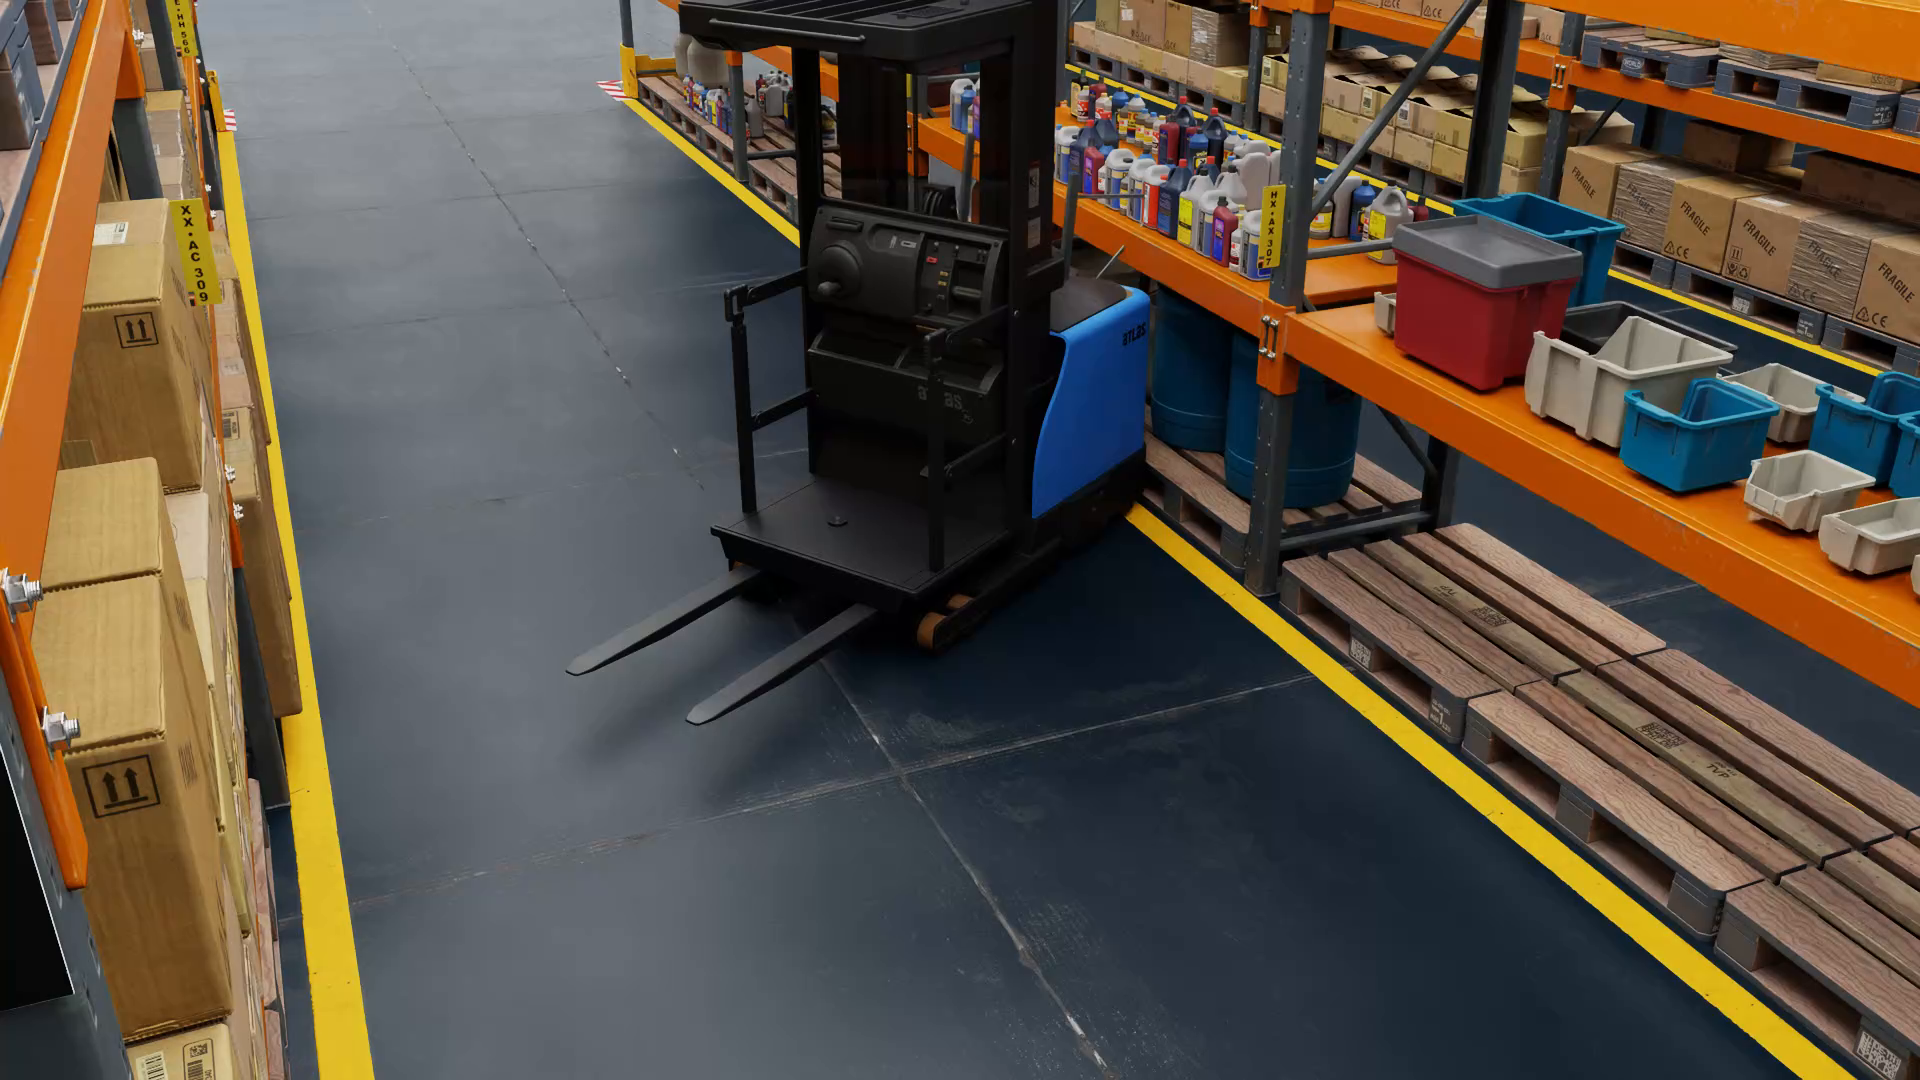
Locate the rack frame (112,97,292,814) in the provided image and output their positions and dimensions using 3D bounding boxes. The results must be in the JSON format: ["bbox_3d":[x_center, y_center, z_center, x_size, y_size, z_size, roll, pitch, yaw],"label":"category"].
[{"bbox_3d":[-2.826,-0.348,5.044,1.000,3.000,0.127,-11,28,-21],"label":"rack frame"}]

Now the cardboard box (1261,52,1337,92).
[{"bbox_3d":[3.090,-4.274,15.100,0.500,0.311,0.500,-10,28,-20],"label":"cardboard box"}]

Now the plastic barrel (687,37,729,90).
[{"bbox_3d":[-2.444,-4.659,16.231,0.421,0.512,0.421,0,26,0],"label":"plastic barrel"}]

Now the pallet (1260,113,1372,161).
[{"bbox_3d":[3.482,-3.734,15.158,1.003,0.211,1.213,-11,28,-21],"label":"pallet"}]

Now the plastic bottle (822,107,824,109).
[{"bbox_3d":[-1.275,-3.732,14.578,0.152,0.276,0.135,-10,28,-19],"label":"plastic bottle"}]

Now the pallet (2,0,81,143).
[{"bbox_3d":[-2.042,-0.832,2.718,1.003,0.211,1.213,-11,28,-21],"label":"pallet"}]

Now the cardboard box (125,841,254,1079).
[{"bbox_3d":[-1.409,0.752,2.624,0.500,0.250,0.500,-11,28,-21],"label":"cardboard box"}]

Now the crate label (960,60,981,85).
[{"bbox_3d":[0.024,-3.277,11.003,0.502,0.435,0.616,-11,28,-21],"label":"crate label"}]

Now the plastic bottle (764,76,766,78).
[{"bbox_3d":[-1.846,-4.318,15.862,0.097,0.201,0.097,0,26,0],"label":"plastic bottle"}]

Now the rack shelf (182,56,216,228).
[{"bbox_3d":[-5.176,-2.447,10.163,1.077,0.370,4.000,-11,28,-21],"label":"rack shelf"}]

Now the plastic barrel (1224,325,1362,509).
[{"bbox_3d":[1.534,-0.667,7.611,0.600,0.901,0.708,-11,28,-21],"label":"plastic barrel"}]

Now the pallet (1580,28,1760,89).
[{"bbox_3d":[5.054,-3.316,11.341,1.213,0.211,1.003,-11,28,-21],"label":"pallet"}]

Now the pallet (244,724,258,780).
[{"bbox_3d":[-3.198,0.607,6.267,1.003,0.211,1.213,-11,28,-21],"label":"pallet"}]

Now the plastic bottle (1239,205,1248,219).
[{"bbox_3d":[1.244,-1.390,7.404,0.097,0.201,0.097,0,26,0],"label":"plastic bottle"}]

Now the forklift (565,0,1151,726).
[{"bbox_3d":[-0.352,-1.091,6.645,1.130,2.935,3.031,17,31,31],"label":"forklift"}]

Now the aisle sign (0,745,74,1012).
[{"bbox_3d":[-0.956,0.076,1.212,0.394,0.787,0.004,-11,28,-21],"label":"aisle sign"}]

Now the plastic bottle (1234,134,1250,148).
[{"bbox_3d":[1.427,-1.912,8.395,0.097,0.271,0.097,0,26,0],"label":"plastic bottle"}]

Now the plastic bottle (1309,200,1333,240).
[{"bbox_3d":[1.649,-1.481,7.591,0.097,0.201,0.097,0,26,0],"label":"plastic bottle"}]

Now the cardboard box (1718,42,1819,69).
[{"bbox_3d":[5.256,-3.260,10.416,0.700,0.500,0.500,-5,27,-11],"label":"cardboard box"}]

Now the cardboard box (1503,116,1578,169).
[{"bbox_3d":[4.292,-3.038,12.569,0.500,0.311,0.500,-10,28,-19],"label":"cardboard box"}]

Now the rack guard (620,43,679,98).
[{"bbox_3d":[-2.895,-4.898,17.211,1.175,0.500,0.348,-11,28,-21],"label":"rack guard"}]

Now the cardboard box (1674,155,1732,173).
[{"bbox_3d":[5.306,-2.401,11.595,0.500,0.500,0.500,-9,28,-19],"label":"cardboard box"}]

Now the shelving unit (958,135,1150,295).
[{"bbox_3d":[0.427,-1.171,8.311,0.587,1.500,1.083,-7,25,-27],"label":"shelving unit"}]

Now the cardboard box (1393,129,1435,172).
[{"bbox_3d":[3.894,-3.198,13.536,0.500,0.250,0.500,-10,28,-19],"label":"cardboard box"}]

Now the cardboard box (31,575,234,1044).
[{"bbox_3d":[-1.395,0.422,2.445,0.500,0.500,0.500,-11,28,-22],"label":"cardboard box"}]

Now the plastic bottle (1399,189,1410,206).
[{"bbox_3d":[1.928,-1.422,7.376,0.061,0.283,0.133,-11,28,-21],"label":"plastic bottle"}]

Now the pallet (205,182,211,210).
[{"bbox_3d":[-6.255,-2.590,12.813,1.003,0.211,1.213,-11,28,-21],"label":"pallet"}]

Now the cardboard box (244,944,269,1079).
[{"bbox_3d":[-1.401,0.868,2.840,0.380,0.149,0.250,-11,28,-21],"label":"cardboard box"}]

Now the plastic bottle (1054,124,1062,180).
[{"bbox_3d":[0.509,-2.008,8.590,0.097,0.271,0.097,0,26,0],"label":"plastic bottle"}]

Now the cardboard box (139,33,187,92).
[{"bbox_3d":[-4.838,-2.800,9.759,0.500,0.250,0.500,-11,28,-22],"label":"cardboard box"}]

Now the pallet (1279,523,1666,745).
[{"bbox_3d":[2.055,0.344,6.804,1.003,0.211,1.213,-11,28,-21],"label":"pallet"}]

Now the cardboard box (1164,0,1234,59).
[{"bbox_3d":[2.390,-5.123,16.624,0.500,0.500,0.500,-11,28,-21],"label":"cardboard box"}]

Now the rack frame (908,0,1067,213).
[{"bbox_3d":[0.164,-2.814,10.094,1.000,3.000,0.127,-11,28,-21],"label":"rack frame"}]

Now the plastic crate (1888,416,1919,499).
[{"bbox_3d":[2.988,-0.224,4.912,0.416,0.233,0.300,-11,28,-21],"label":"plastic crate"}]

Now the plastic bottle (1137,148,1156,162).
[{"bbox_3d":[0.903,-1.773,8.109,0.097,0.271,0.097,0,26,0],"label":"plastic bottle"}]

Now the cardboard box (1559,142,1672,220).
[{"bbox_3d":[4.639,-2.505,11.809,0.500,0.500,0.500,-9,28,-18],"label":"cardboard box"}]

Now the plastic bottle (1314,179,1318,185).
[{"bbox_3d":[1.660,-1.640,7.916,0.097,0.201,0.097,0,26,0],"label":"plastic bottle"}]

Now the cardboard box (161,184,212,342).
[{"bbox_3d":[-3.170,-1.026,6.320,0.500,0.500,0.500,-11,28,-22],"label":"cardboard box"}]

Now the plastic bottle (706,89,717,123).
[{"bbox_3d":[-2.181,-3.887,14.895,0.152,0.276,0.135,-10,28,-20],"label":"plastic bottle"}]

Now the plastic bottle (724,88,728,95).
[{"bbox_3d":[-2.083,-3.909,14.932,0.061,0.283,0.133,-11,28,-21],"label":"plastic bottle"}]

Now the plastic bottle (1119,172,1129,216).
[{"bbox_3d":[0.815,-1.661,7.959,0.097,0.201,0.097,0,26,0],"label":"plastic bottle"}]

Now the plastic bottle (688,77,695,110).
[{"bbox_3d":[-2.473,-4.140,15.406,0.061,0.283,0.133,-10,28,-20],"label":"plastic bottle"}]

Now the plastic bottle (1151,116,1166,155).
[{"bbox_3d":[1.101,-2.217,9.097,0.097,0.201,0.097,0,26,0],"label":"plastic bottle"}]

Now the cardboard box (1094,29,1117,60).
[{"bbox_3d":[1.795,-5.390,18.026,0.500,0.250,0.500,-11,28,-21],"label":"cardboard box"}]

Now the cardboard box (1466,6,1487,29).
[{"bbox_3d":[4.172,-4.056,12.924,0.380,0.149,0.250,-8,27,-17],"label":"cardboard box"}]

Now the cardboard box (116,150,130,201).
[{"bbox_3d":[-3.342,-1.379,5.899,0.797,0.503,0.637,-10,28,-20],"label":"cardboard box"}]

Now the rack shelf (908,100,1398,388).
[{"bbox_3d":[0.948,-1.683,8.598,1.077,0.370,4.000,-11,28,-21],"label":"rack shelf"}]

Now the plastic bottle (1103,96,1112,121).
[{"bbox_3d":[0.872,-2.452,9.580,0.097,0.201,0.097,0,26,0],"label":"plastic bottle"}]

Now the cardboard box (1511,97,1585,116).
[{"bbox_3d":[4.575,-3.341,13.190,0.500,0.311,0.500,-11,28,-22],"label":"cardboard box"}]

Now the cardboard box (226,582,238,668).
[{"bbox_3d":[-2.002,0.247,4.111,0.380,0.149,0.250,-10,28,-20],"label":"cardboard box"}]

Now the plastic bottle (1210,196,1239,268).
[{"bbox_3d":[1.147,-1.336,7.200,0.061,0.283,0.133,-11,28,-21],"label":"plastic bottle"}]
